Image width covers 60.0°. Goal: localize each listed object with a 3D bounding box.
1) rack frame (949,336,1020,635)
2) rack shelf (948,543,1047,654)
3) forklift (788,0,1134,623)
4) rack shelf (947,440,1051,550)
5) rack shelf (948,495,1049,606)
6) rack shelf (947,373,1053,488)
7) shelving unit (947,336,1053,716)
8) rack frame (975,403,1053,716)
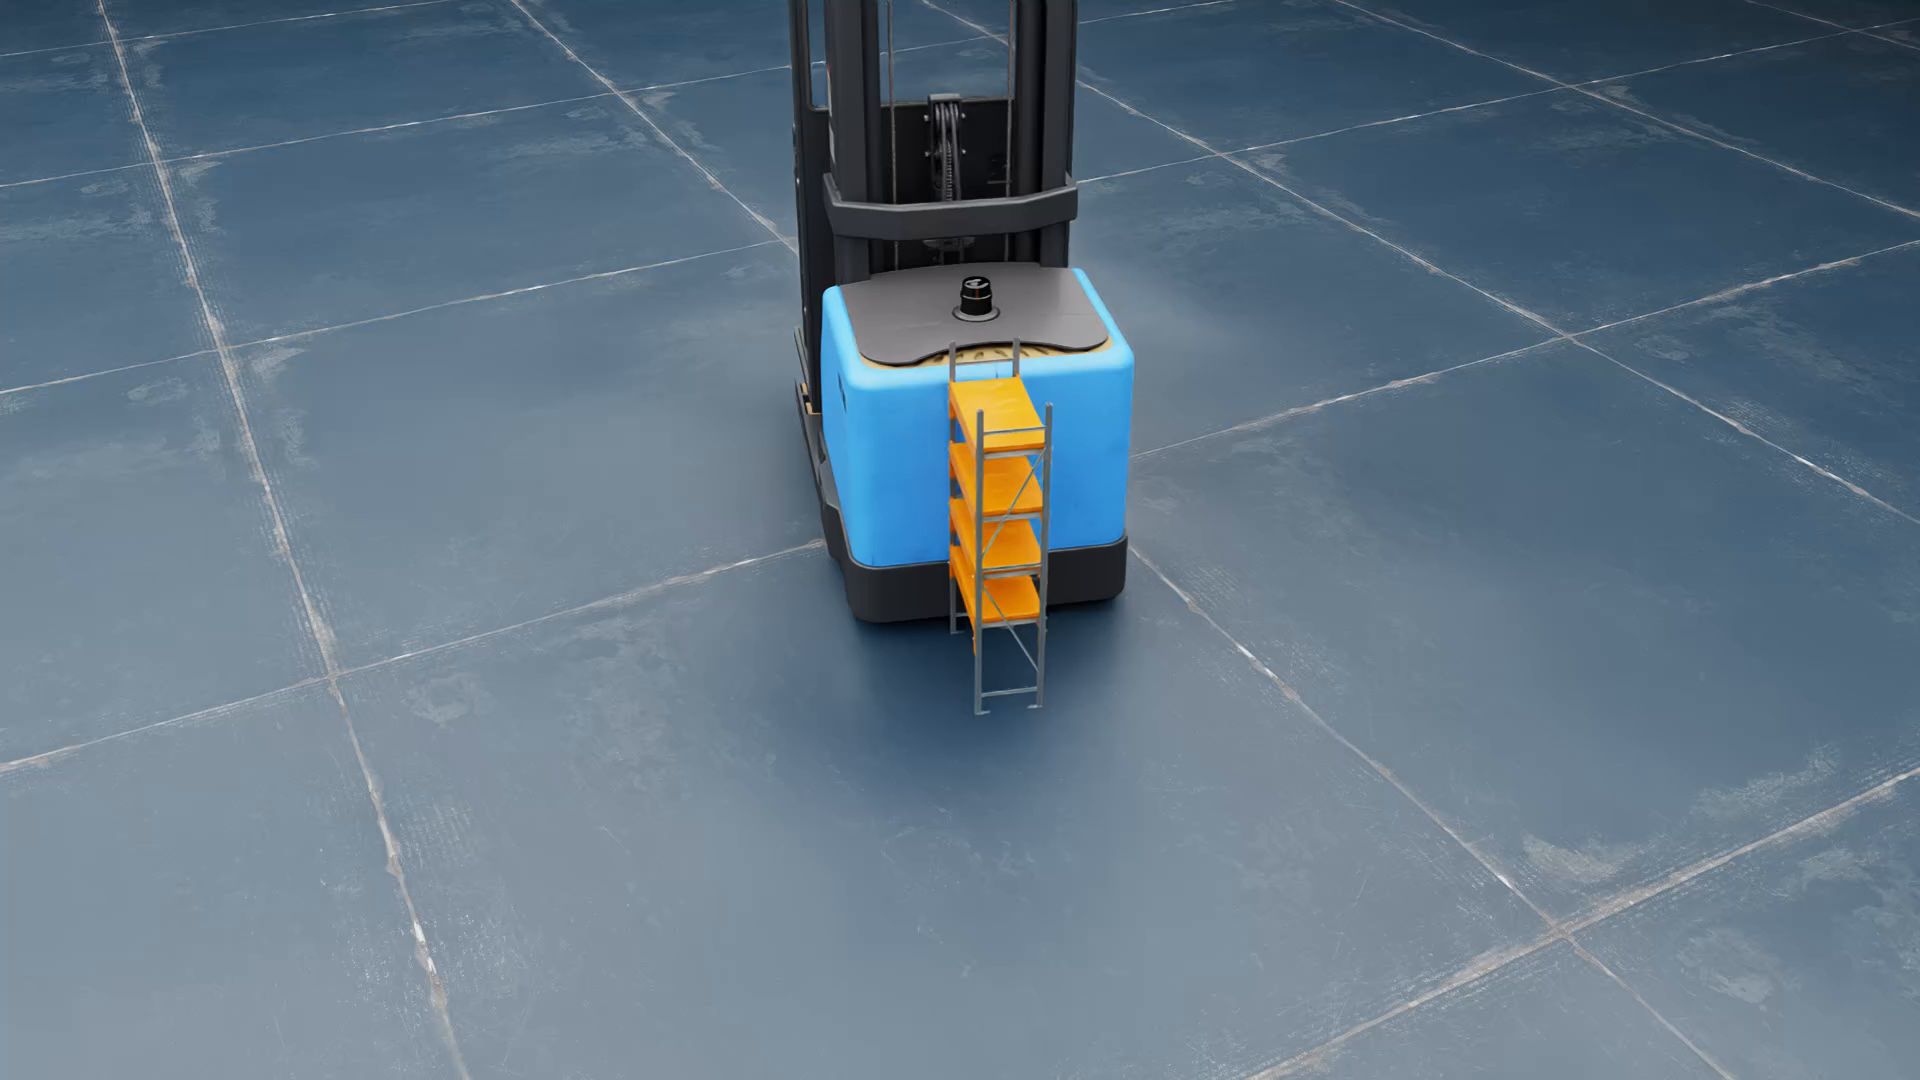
[{"bbox_3d":[0.082,-0.166,5.897,0.240,1.200,0.015,-6,33,-9],"label":"rack frame"},{"bbox_3d":[0.126,0.187,5.839,0.258,0.148,0.480,-6,33,-9],"label":"rack shelf"},{"bbox_3d":[-0.143,-1.712,6.705,1.130,2.935,3.031,-6,33,-9],"label":"forklift"},{"bbox_3d":[0.126,-0.169,5.611,0.258,0.148,0.480,-6,33,-9],"label":"rack shelf"},{"bbox_3d":[0.126,0.020,5.732,0.258,0.148,0.480,-6,33,-9],"label":"rack shelf"},{"bbox_3d":[0.126,-0.368,5.483,0.258,0.148,0.480,-6,33,-9],"label":"rack shelf"},{"bbox_3d":[0.126,-0.037,5.695,0.258,1.200,0.503,-6,33,-9],"label":"shelving unit"},{"bbox_3d":[0.170,0.093,5.493,0.240,1.200,0.015,-6,33,-9],"label":"rack frame"}]
